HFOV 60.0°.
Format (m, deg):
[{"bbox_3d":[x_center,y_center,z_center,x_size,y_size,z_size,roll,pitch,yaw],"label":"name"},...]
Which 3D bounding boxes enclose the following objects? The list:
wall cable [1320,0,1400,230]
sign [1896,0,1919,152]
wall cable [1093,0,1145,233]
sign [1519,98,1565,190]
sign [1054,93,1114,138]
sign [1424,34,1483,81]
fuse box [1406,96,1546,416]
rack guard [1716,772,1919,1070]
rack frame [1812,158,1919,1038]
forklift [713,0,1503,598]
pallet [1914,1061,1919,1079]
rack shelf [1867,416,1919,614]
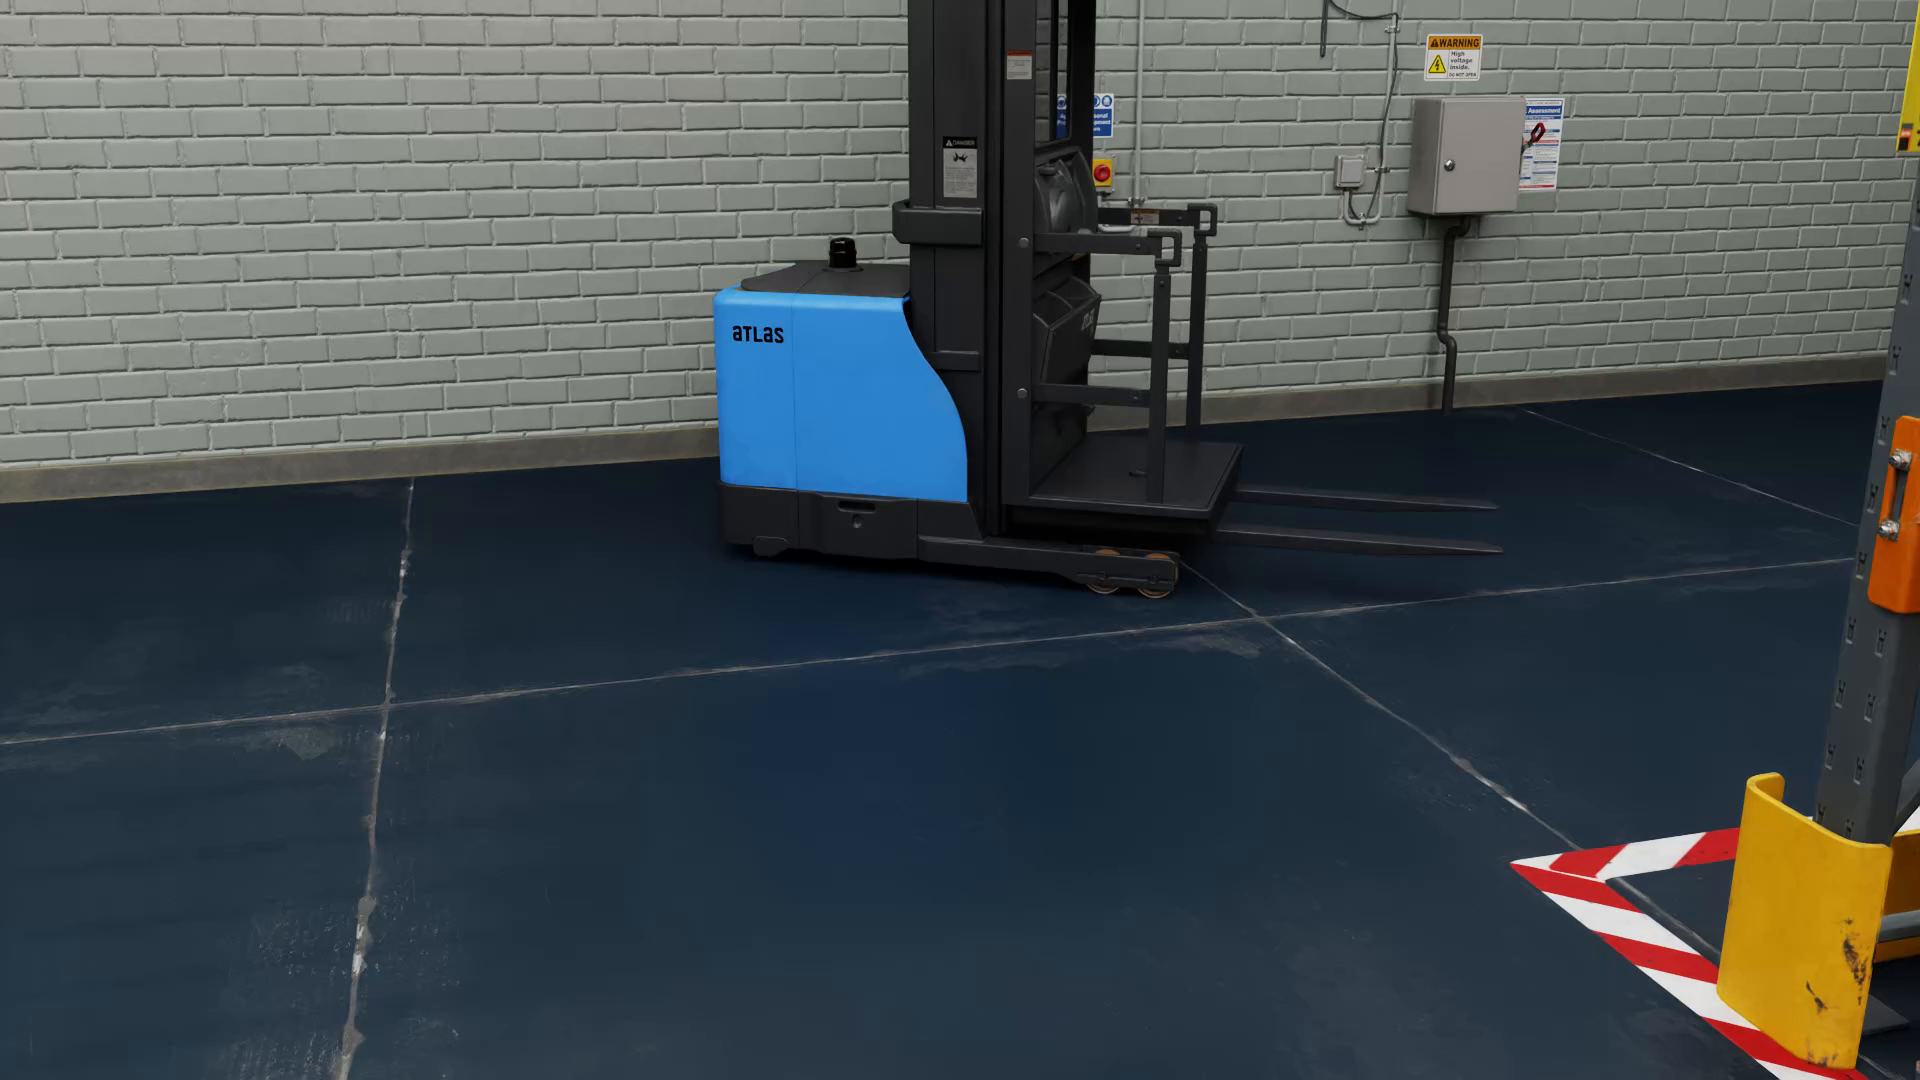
[{"bbox_3d":[2.045,-2.603,8.639,0.588,1.984,0.122,-5,17,-15],"label":"wall cable"},{"bbox_3d":[1.722,-0.854,2.938,0.100,0.325,0.005,-5,17,-15],"label":"sign"},{"bbox_3d":[0.685,-2.503,8.251,0.585,1.953,0.123,-5,17,-15],"label":"wall cable"},{"bbox_3d":[3.163,-2.178,9.154,0.329,0.494,0.001,-5,17,-15],"label":"sign"},{"bbox_3d":[0.622,-2.144,8.406,0.327,0.218,0.001,-5,17,-15],"label":"sign"},{"bbox_3d":[2.635,-2.576,8.877,0.339,0.242,0.001,-5,17,-15],"label":"sign"},{"bbox_3d":[2.745,-1.510,9.005,0.539,1.711,0.414,-5,17,-15],"label":"fuse box"},{"bbox_3d":[2.250,0.747,3.597,1.175,0.500,0.348,-5,17,-15],"label":"rack guard"},{"bbox_3d":[2.257,-0.444,3.215,1.000,3.000,0.127,-5,17,-15],"label":"rack frame"},{"bbox_3d":[0.600,-1.355,6.369,3.031,2.935,1.130,5,17,15],"label":"forklift"},{"bbox_3d":[2.552,1.107,2.900,1.003,0.211,1.213,-5,17,-15],"label":"pallet"},{"bbox_3d":[2.807,0.454,1.477,1.077,0.370,4.000,-5,17,-15],"label":"rack shelf"}]
